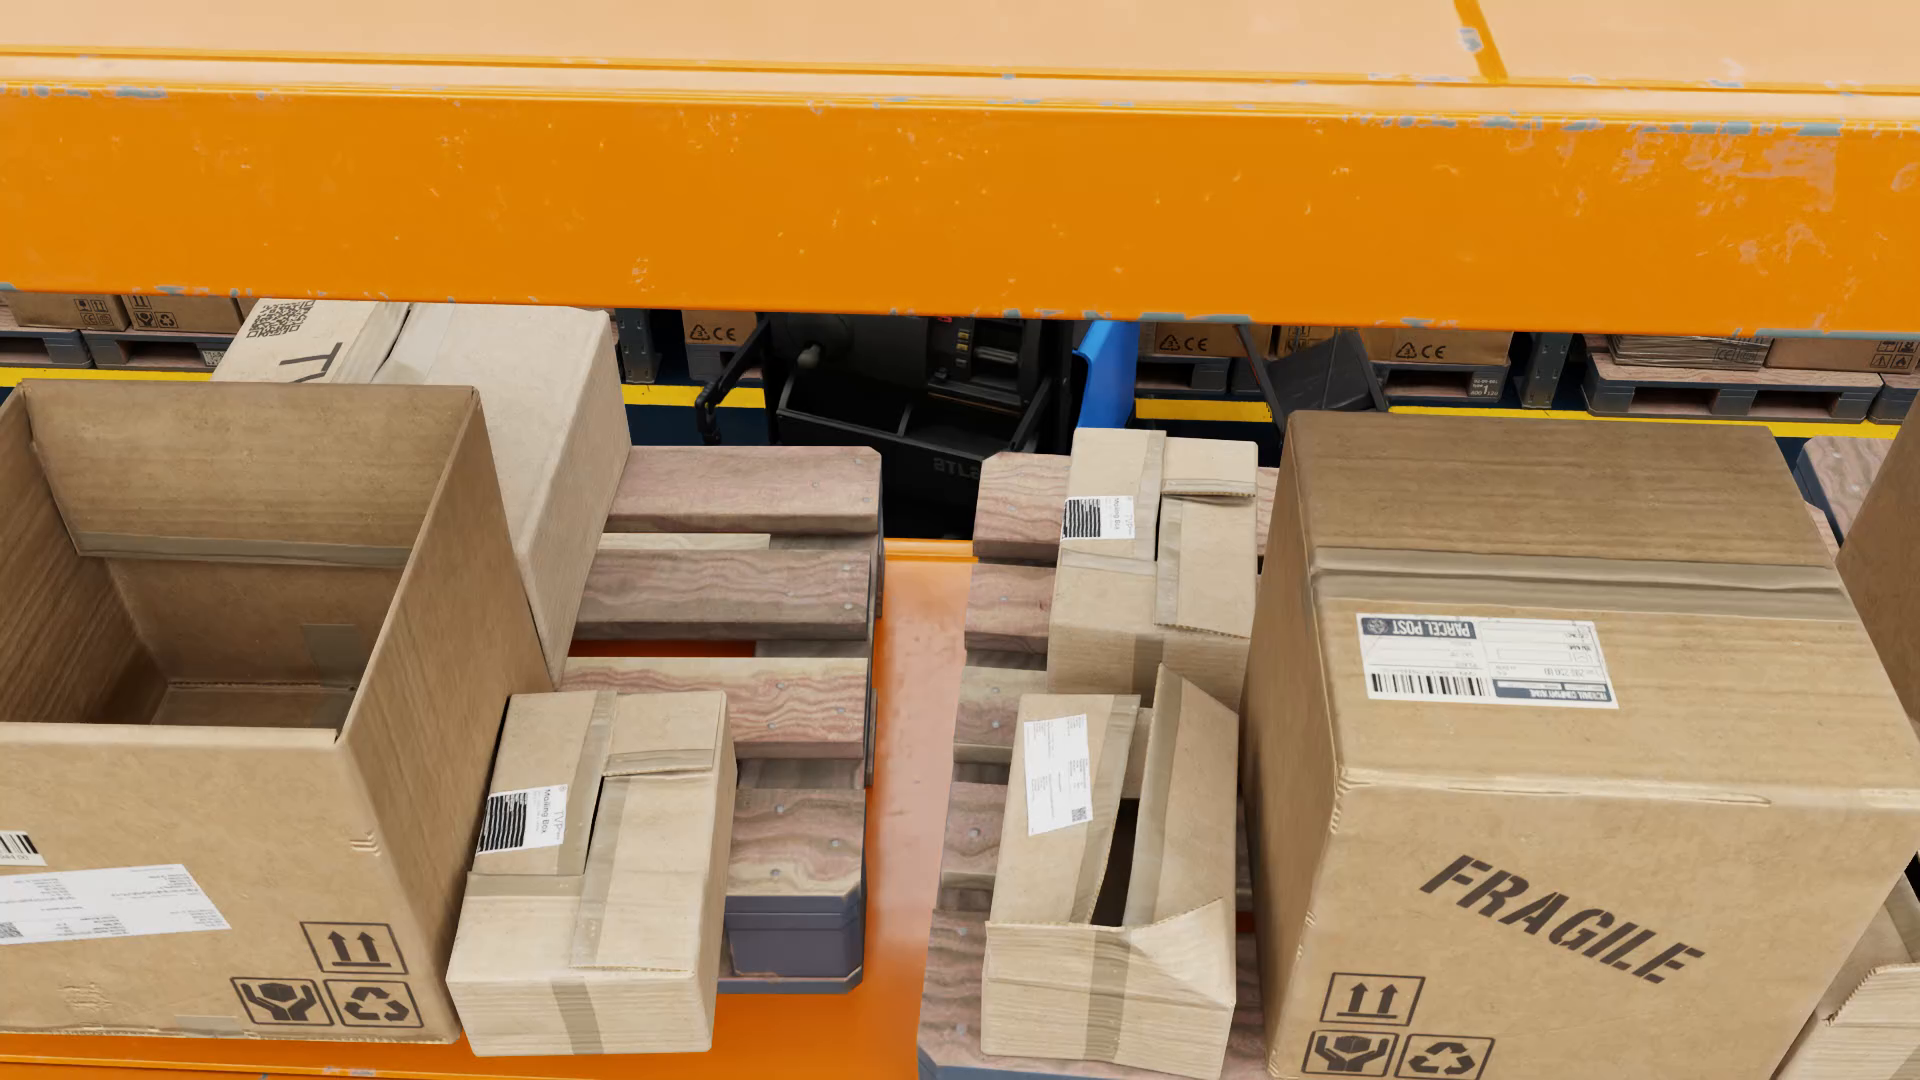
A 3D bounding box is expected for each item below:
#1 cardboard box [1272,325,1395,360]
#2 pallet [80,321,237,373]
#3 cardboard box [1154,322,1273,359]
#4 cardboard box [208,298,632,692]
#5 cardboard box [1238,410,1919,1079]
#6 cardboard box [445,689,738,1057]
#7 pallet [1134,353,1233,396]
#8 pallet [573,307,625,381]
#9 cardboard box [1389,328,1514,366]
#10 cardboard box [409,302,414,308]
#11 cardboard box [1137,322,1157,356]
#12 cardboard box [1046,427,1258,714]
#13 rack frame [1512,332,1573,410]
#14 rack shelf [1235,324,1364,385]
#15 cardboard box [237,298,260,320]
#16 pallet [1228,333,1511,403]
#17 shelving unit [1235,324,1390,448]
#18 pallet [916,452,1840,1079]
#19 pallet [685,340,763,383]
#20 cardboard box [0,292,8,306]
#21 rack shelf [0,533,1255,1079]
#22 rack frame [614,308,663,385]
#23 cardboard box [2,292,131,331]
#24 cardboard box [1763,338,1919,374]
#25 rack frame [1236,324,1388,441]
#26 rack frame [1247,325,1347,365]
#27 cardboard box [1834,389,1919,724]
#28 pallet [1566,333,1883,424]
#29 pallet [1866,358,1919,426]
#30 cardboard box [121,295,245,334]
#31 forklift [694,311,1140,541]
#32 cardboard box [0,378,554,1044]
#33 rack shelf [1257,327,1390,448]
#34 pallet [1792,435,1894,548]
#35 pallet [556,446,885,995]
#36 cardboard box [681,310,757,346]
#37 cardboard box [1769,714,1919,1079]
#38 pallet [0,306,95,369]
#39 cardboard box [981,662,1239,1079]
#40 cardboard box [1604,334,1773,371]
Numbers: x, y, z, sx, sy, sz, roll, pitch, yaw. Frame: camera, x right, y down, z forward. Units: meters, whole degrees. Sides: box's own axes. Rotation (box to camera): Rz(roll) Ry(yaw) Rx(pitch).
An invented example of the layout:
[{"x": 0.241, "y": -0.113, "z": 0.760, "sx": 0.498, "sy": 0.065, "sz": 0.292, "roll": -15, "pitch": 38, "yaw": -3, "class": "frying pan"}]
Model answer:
[{"x": 1.645, "y": -1.143, "z": 7.302, "sx": 0.500, "sy": 0.500, "sz": 0.500, "roll": 1, "pitch": 43, "yaw": 1, "class": "cardboard box"}, {"x": -3.328, "y": -1.175, "z": 7.856, "sx": 1.213, "sy": 0.211, "sz": 1.003, "roll": 2, "pitch": 43, "yaw": 2, "class": "pallet"}, {"x": 1.122, "y": -1.157, "z": 7.318, "sx": 0.500, "sy": 0.500, "sz": 0.500, "roll": 3, "pitch": 43, "yaw": 4, "class": "cardboard box"}, {"x": -0.750, "y": -0.092, "z": 2.205, "sx": 0.500, "sy": 0.311, "sz": 0.500, "roll": 2, "pitch": 43, "yaw": 2, "class": "cardboard box"}, {"x": 0.583, "y": 0.221, "z": 1.731, "sx": 0.500, "sy": 0.500, "sz": 0.500, "roll": 2, "pitch": 43, "yaw": 2, "class": "cardboard box"}, {"x": -0.391, "y": 0.354, "z": 1.832, "sx": 0.250, "sy": 0.166, "sz": 0.380, "roll": -1, "pitch": 43, "yaw": -1, "class": "cardboard box"}, {"x": 0.616, "y": -1.083, "z": 7.757, "sx": 1.213, "sy": 0.211, "sz": 1.003, "roll": 2, "pitch": 43, "yaw": 2, "class": "pallet"}, {"x": -2.106, "y": -1.139, "z": 7.818, "sx": 1.213, "sy": 0.211, "sz": 1.003, "roll": 2, "pitch": 43, "yaw": 2, "class": "pallet"}, {"x": 2.144, "y": -1.121, "z": 7.278, "sx": 0.500, "sy": 0.500, "sz": 0.500, "roll": 3, "pitch": 43, "yaw": 3, "class": "cardboard box"}, {"x": -2.346, "y": -1.119, "z": 7.449, "sx": 0.258, "sy": 0.266, "sz": 0.396, "roll": 3, "pitch": 43, "yaw": 3, "class": "cardboard box"}, {"x": 0.602, "y": -1.161, "z": 7.321, "sx": 0.500, "sy": 0.500, "sz": 0.500, "roll": 0, "pitch": 43, "yaw": 0, "class": "cardboard box"}, {"x": 0.256, "y": 0.032, "z": 2.177, "sx": 0.250, "sy": 0.166, "sz": 0.380, "roll": 5, "pitch": 43, "yaw": 5, "class": "cardboard box"}, {"x": 2.576, "y": -2.015, "z": 6.712, "sx": 0.127, "sy": 3.000, "sz": 1.000, "roll": 2, "pitch": 43, "yaw": 2, "class": "rack frame"}, {"x": 1.190, "y": -0.982, "z": 6.239, "sx": 0.431, "sy": 0.518, "sz": 0.480, "roll": -22, "pitch": 34, "yaw": 12, "class": "rack shelf"}, {"x": -2.920, "y": -1.332, "z": 7.505, "sx": 0.500, "sy": 0.500, "sz": 0.700, "roll": 0, "pitch": 43, "yaw": 0, "class": "cardboard box"}, {"x": 1.832, "y": -1.043, "z": 7.715, "sx": 1.213, "sy": 0.211, "sz": 1.003, "roll": 2, "pitch": 43, "yaw": 2, "class": "pallet"}, {"x": 1.184, "y": -0.992, "z": 6.232, "sx": 0.431, "sy": 2.100, "sz": 0.503, "roll": -22, "pitch": 34, "yaw": 12, "class": "shelving unit"}, {"x": 0.593, "y": 0.321, "z": 2.143, "sx": 1.213, "sy": 0.211, "sz": 1.003, "roll": 4, "pitch": 43, "yaw": 4, "class": "pallet"}, {"x": -0.605, "y": -1.118, "z": 7.796, "sx": 1.213, "sy": 0.211, "sz": 1.003, "roll": 2, "pitch": 43, "yaw": 2, "class": "pallet"}, {"x": -4.386, "y": -1.248, "z": 7.673, "sx": 0.250, "sy": 0.149, "sz": 0.380, "roll": 0, "pitch": 43, "yaw": 0, "class": "cardboard box"}, {"x": 0.358, "y": 0.469, "z": 2.373, "sx": 4.000, "sy": 0.370, "sz": 1.077, "roll": 2, "pitch": 43, "yaw": 2, "class": "rack shelf"}, {"x": -1.420, "y": -2.138, "z": 6.844, "sx": 0.127, "sy": 3.000, "sz": 1.000, "roll": 2, "pitch": 43, "yaw": 2, "class": "rack frame"}, {"x": -3.957, "y": -1.364, "z": 7.539, "sx": 0.500, "sy": 0.500, "sz": 0.700, "roll": 3, "pitch": 43, "yaw": 4, "class": "cardboard box"}, {"x": 3.852, "y": -1.257, "z": 7.332, "sx": 0.625, "sy": 0.625, "sz": 0.875, "roll": 3, "pitch": 43, "yaw": 3, "class": "cardboard box"}, {"x": 1.195, "y": -0.851, "z": 6.033, "sx": 0.400, "sy": 2.100, "sz": 0.015, "roll": -22, "pitch": 34, "yaw": 12, "class": "rack frame"}, {"x": 1.174, "y": -1.133, "z": 6.431, "sx": 0.400, "sy": 2.100, "sz": 0.015, "roll": -22, "pitch": 34, "yaw": 12, "class": "rack frame"}, {"x": 1.359, "y": 0.176, "z": 1.778, "sx": 0.500, "sy": 0.500, "sz": 0.700, "roll": 0, "pitch": 43, "yaw": 0, "class": "cardboard box"}, {"x": 3.397, "y": -0.943, "z": 7.607, "sx": 1.213, "sy": 0.211, "sz": 1.003, "roll": 2, "pitch": 43, "yaw": 2, "class": "pallet"}, {"x": 4.612, "y": -0.904, "z": 7.565, "sx": 1.213, "sy": 0.211, "sz": 1.003, "roll": 2, "pitch": 43, "yaw": 2, "class": "pallet"}, {"x": -3.433, "y": -1.279, "z": 7.448, "sx": 0.500, "sy": 0.500, "sz": 0.500, "roll": 3, "pitch": 43, "yaw": 3, "class": "cardboard box"}, {"x": -0.250, "y": -0.603, "z": 5.247, "sx": 1.130, "sy": 2.935, "sz": 3.031, "roll": 14, "pitch": 45, "yaw": 14, "class": "forklift"}, {"x": -0.772, "y": 0.179, "z": 1.775, "sx": 0.500, "sy": 0.500, "sz": 0.500, "roll": 1, "pitch": 43, "yaw": 1, "class": "cardboard box"}, {"x": 1.481, "y": -0.470, "z": 6.618, "sx": 0.431, "sy": 0.518, "sz": 0.480, "roll": -22, "pitch": 34, "yaw": 12, "class": "rack shelf"}, {"x": 1.711, "y": 0.353, "z": 2.109, "sx": 1.003, "sy": 0.211, "sz": 1.213, "roll": 4, "pitch": 43, "yaw": 4, "class": "pallet"}, {"x": -0.721, "y": 0.209, "z": 2.265, "sx": 1.217, "sy": 0.209, "sz": 0.805, "roll": 0, "pitch": 43, "yaw": 0, "class": "pallet"}, {"x": -0.947, "y": -1.209, "z": 7.373, "sx": 0.500, "sy": 0.500, "sz": 0.500, "roll": 3, "pitch": 43, "yaw": 4, "class": "cardboard box"}, {"x": 0.965, "y": 0.359, "z": 1.754, "sx": 0.258, "sy": 0.266, "sz": 0.396, "roll": 1, "pitch": 43, "yaw": 1, "class": "cardboard box"}, {"x": -4.543, "y": -1.214, "z": 7.899, "sx": 1.213, "sy": 0.211, "sz": 1.003, "roll": 2, "pitch": 43, "yaw": 2, "class": "pallet"}, {"x": 0.170, "y": 0.335, "z": 1.780, "sx": 0.258, "sy": 0.266, "sz": 0.396, "roll": 5, "pitch": 43, "yaw": 5, "class": "cardboard box"}, {"x": 3.199, "y": -1.271, "z": 7.348, "sx": 0.625, "sy": 0.625, "sz": 0.875, "roll": 3, "pitch": 43, "yaw": 3, "class": "cardboard box"}]
